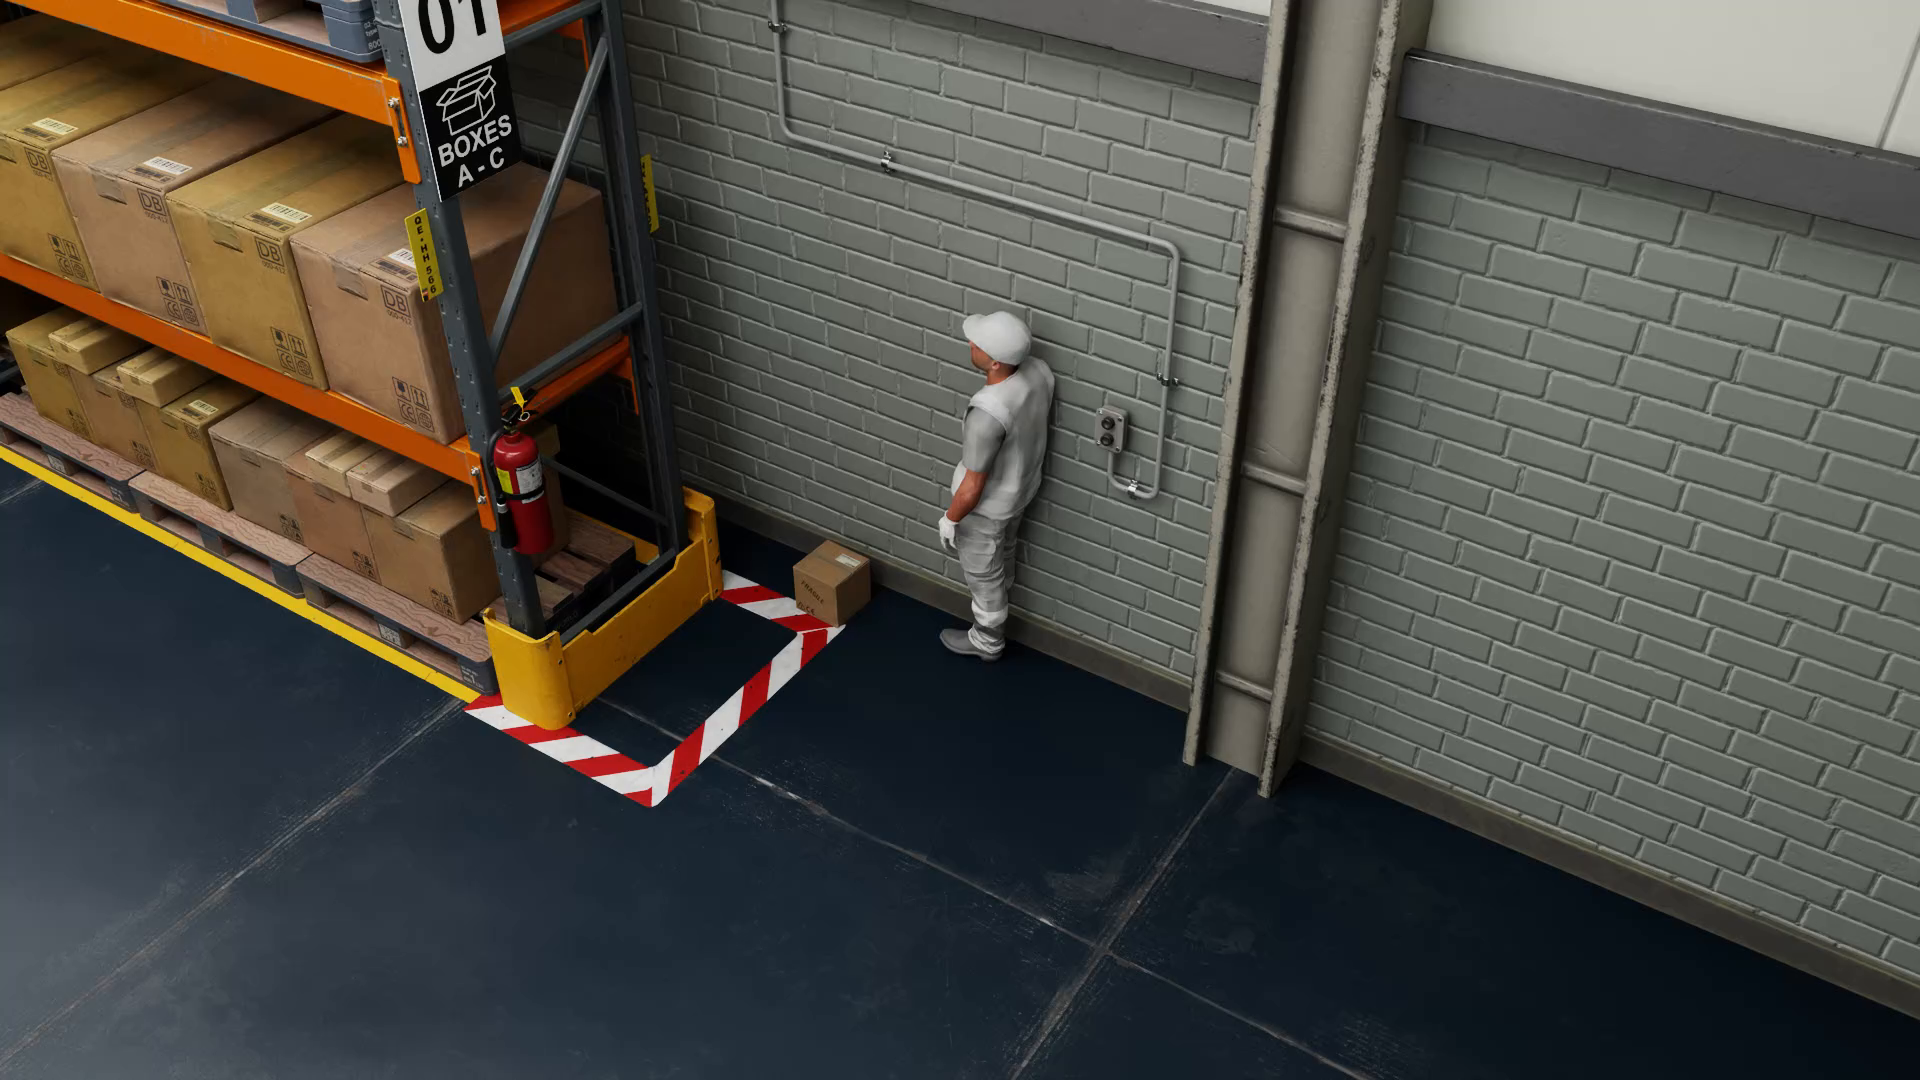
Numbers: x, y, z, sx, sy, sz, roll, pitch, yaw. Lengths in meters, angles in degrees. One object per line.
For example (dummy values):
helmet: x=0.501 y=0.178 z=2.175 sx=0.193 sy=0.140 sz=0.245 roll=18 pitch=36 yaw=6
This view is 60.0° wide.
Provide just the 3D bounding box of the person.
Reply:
person: x=0.080 y=-0.225 z=6.933 sx=0.564 sy=1.787 sz=0.637 roll=22 pitch=43 yaw=26
